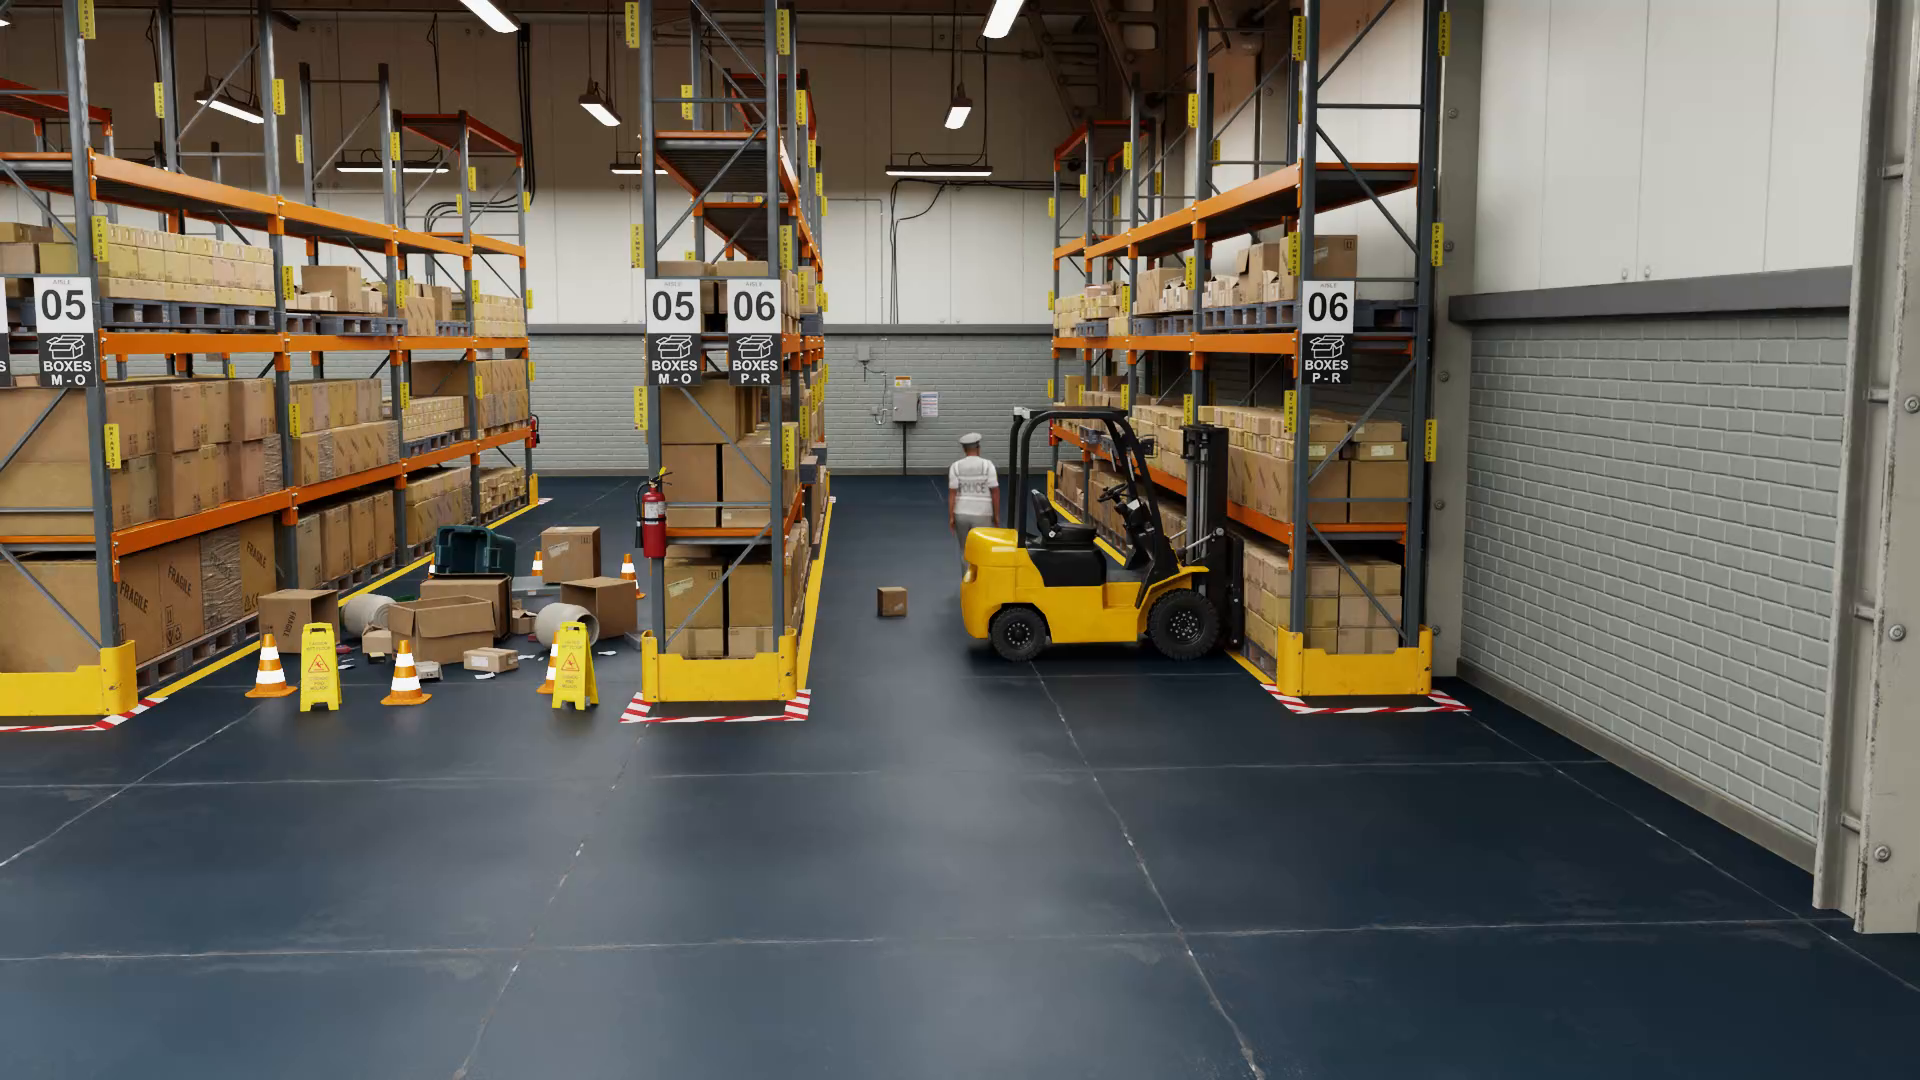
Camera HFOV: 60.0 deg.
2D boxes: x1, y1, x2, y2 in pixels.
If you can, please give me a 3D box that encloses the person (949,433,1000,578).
[{"bbox_3d":[0.147,-0.265,17.740,0.549,1.738,0.836,1,7,11],"label":"person"}]
